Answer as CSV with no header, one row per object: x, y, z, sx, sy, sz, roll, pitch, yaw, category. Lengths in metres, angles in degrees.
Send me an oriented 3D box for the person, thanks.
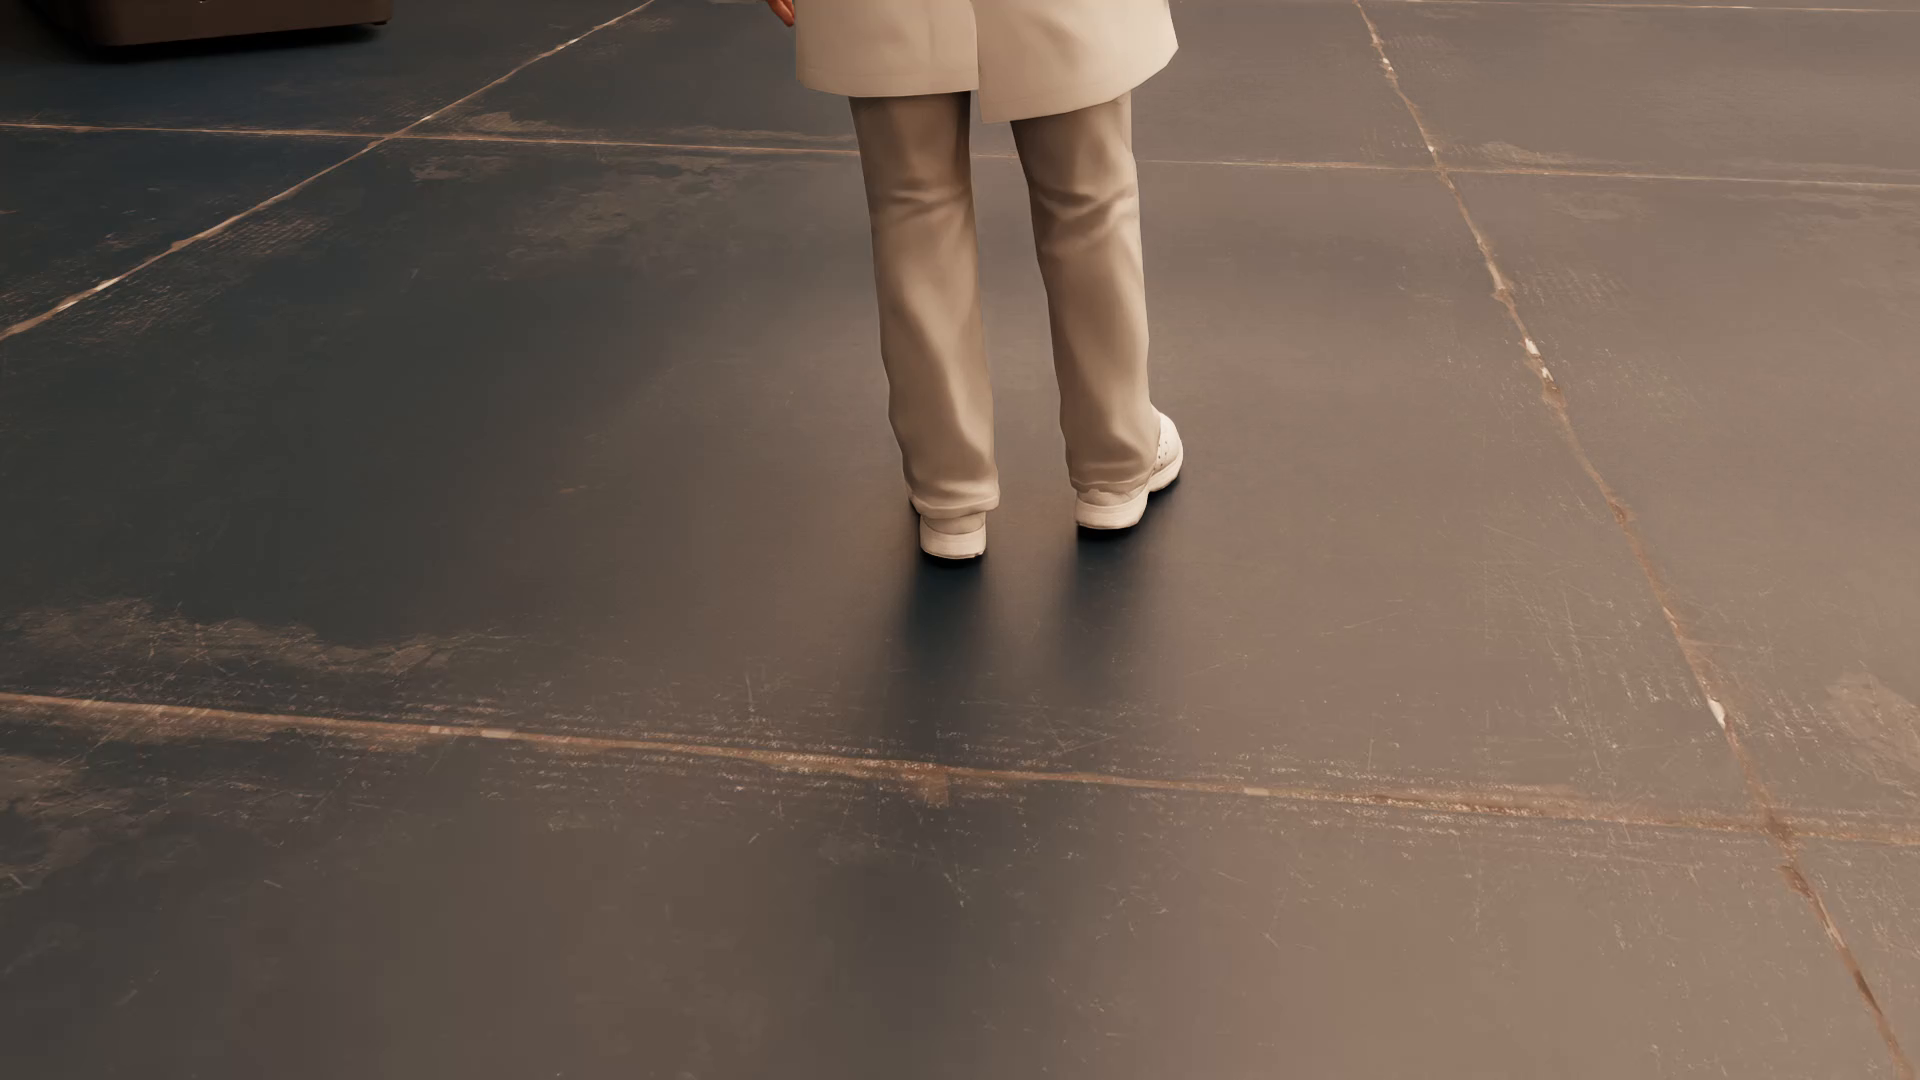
0.016,-0.843,2.180,0.698,1.778,0.578,3,27,7,person

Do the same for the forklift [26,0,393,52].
-3.386,-3.636,6.505,1.130,2.935,3.031,-17,31,-30,forklift
